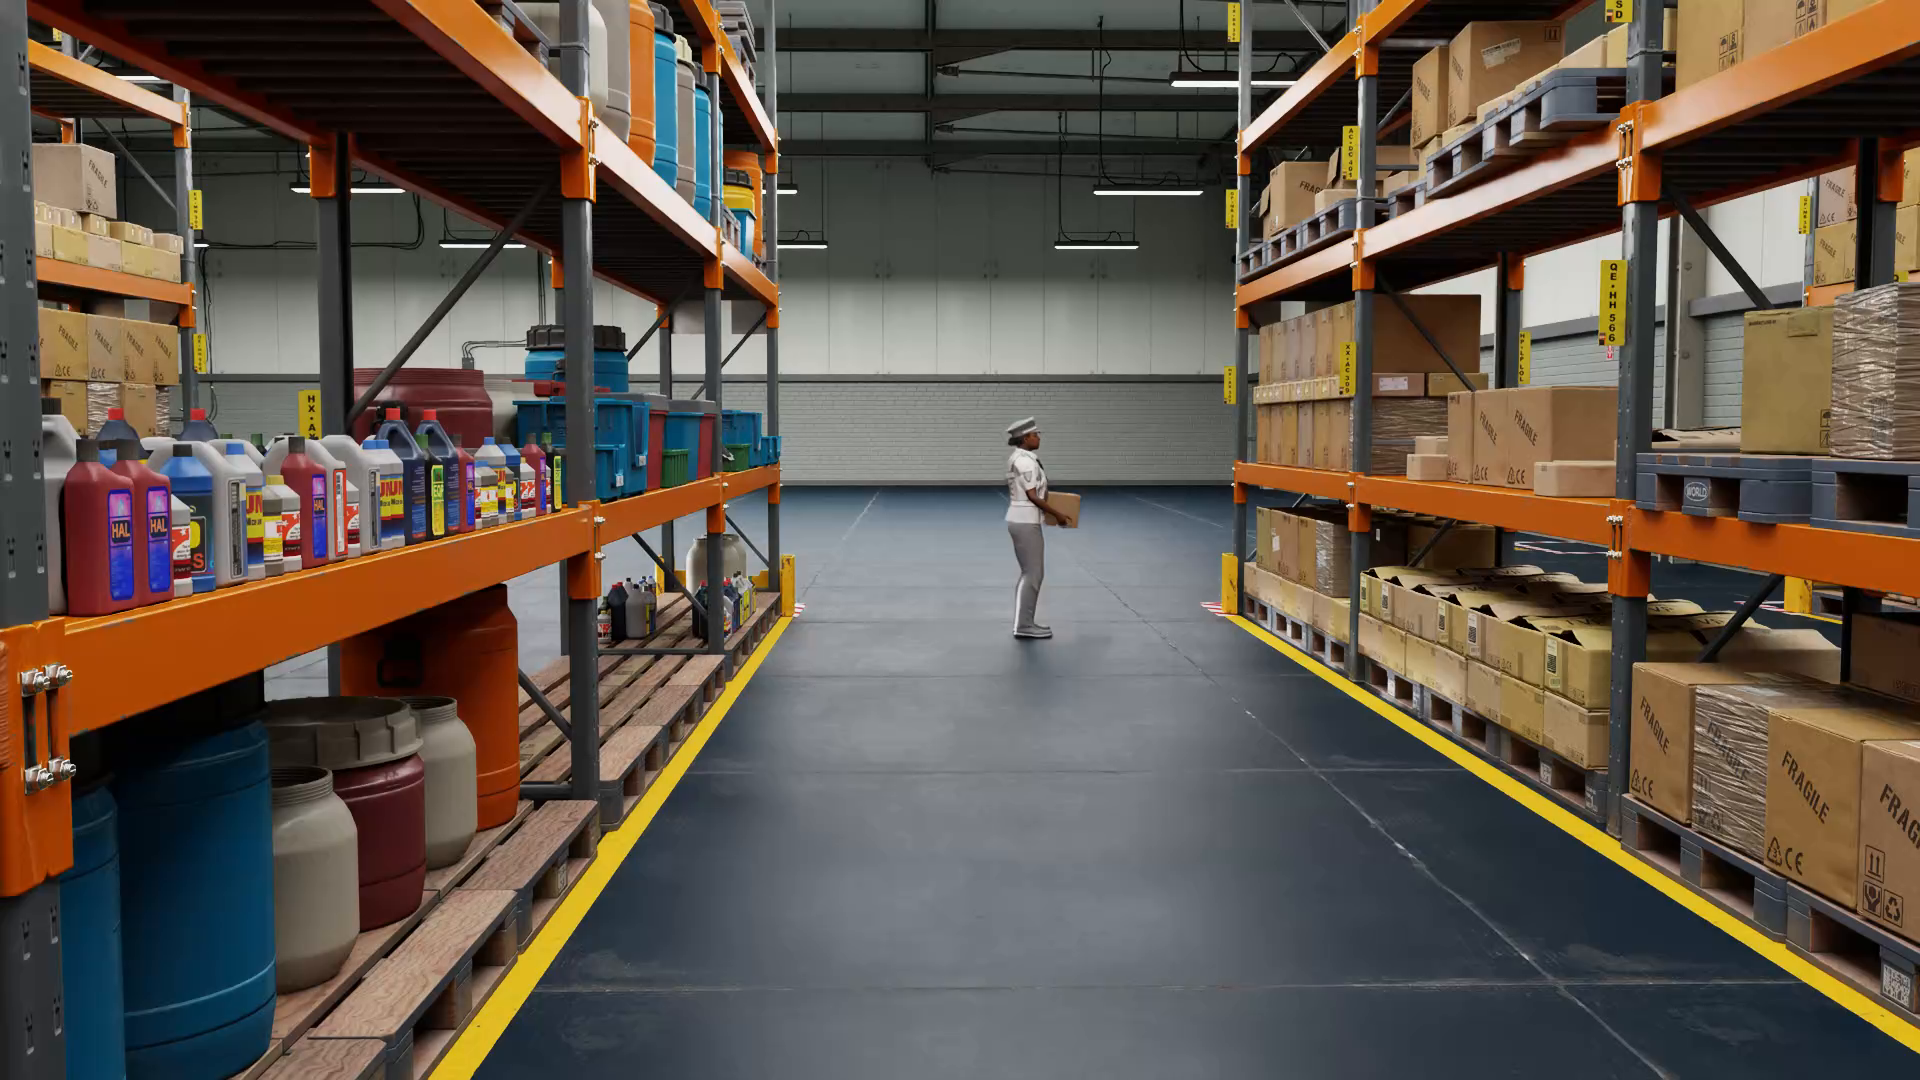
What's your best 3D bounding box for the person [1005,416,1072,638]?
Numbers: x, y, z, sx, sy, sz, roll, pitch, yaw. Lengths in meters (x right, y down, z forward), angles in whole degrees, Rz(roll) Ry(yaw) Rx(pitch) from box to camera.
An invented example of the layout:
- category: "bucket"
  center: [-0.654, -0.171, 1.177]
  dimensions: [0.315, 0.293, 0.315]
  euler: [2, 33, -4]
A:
- category: "person"
  center: [0.604, -0.107, 12.836]
  dimensions: [0.508, 1.692, 0.464]
  euler: [0, 4, -2]
